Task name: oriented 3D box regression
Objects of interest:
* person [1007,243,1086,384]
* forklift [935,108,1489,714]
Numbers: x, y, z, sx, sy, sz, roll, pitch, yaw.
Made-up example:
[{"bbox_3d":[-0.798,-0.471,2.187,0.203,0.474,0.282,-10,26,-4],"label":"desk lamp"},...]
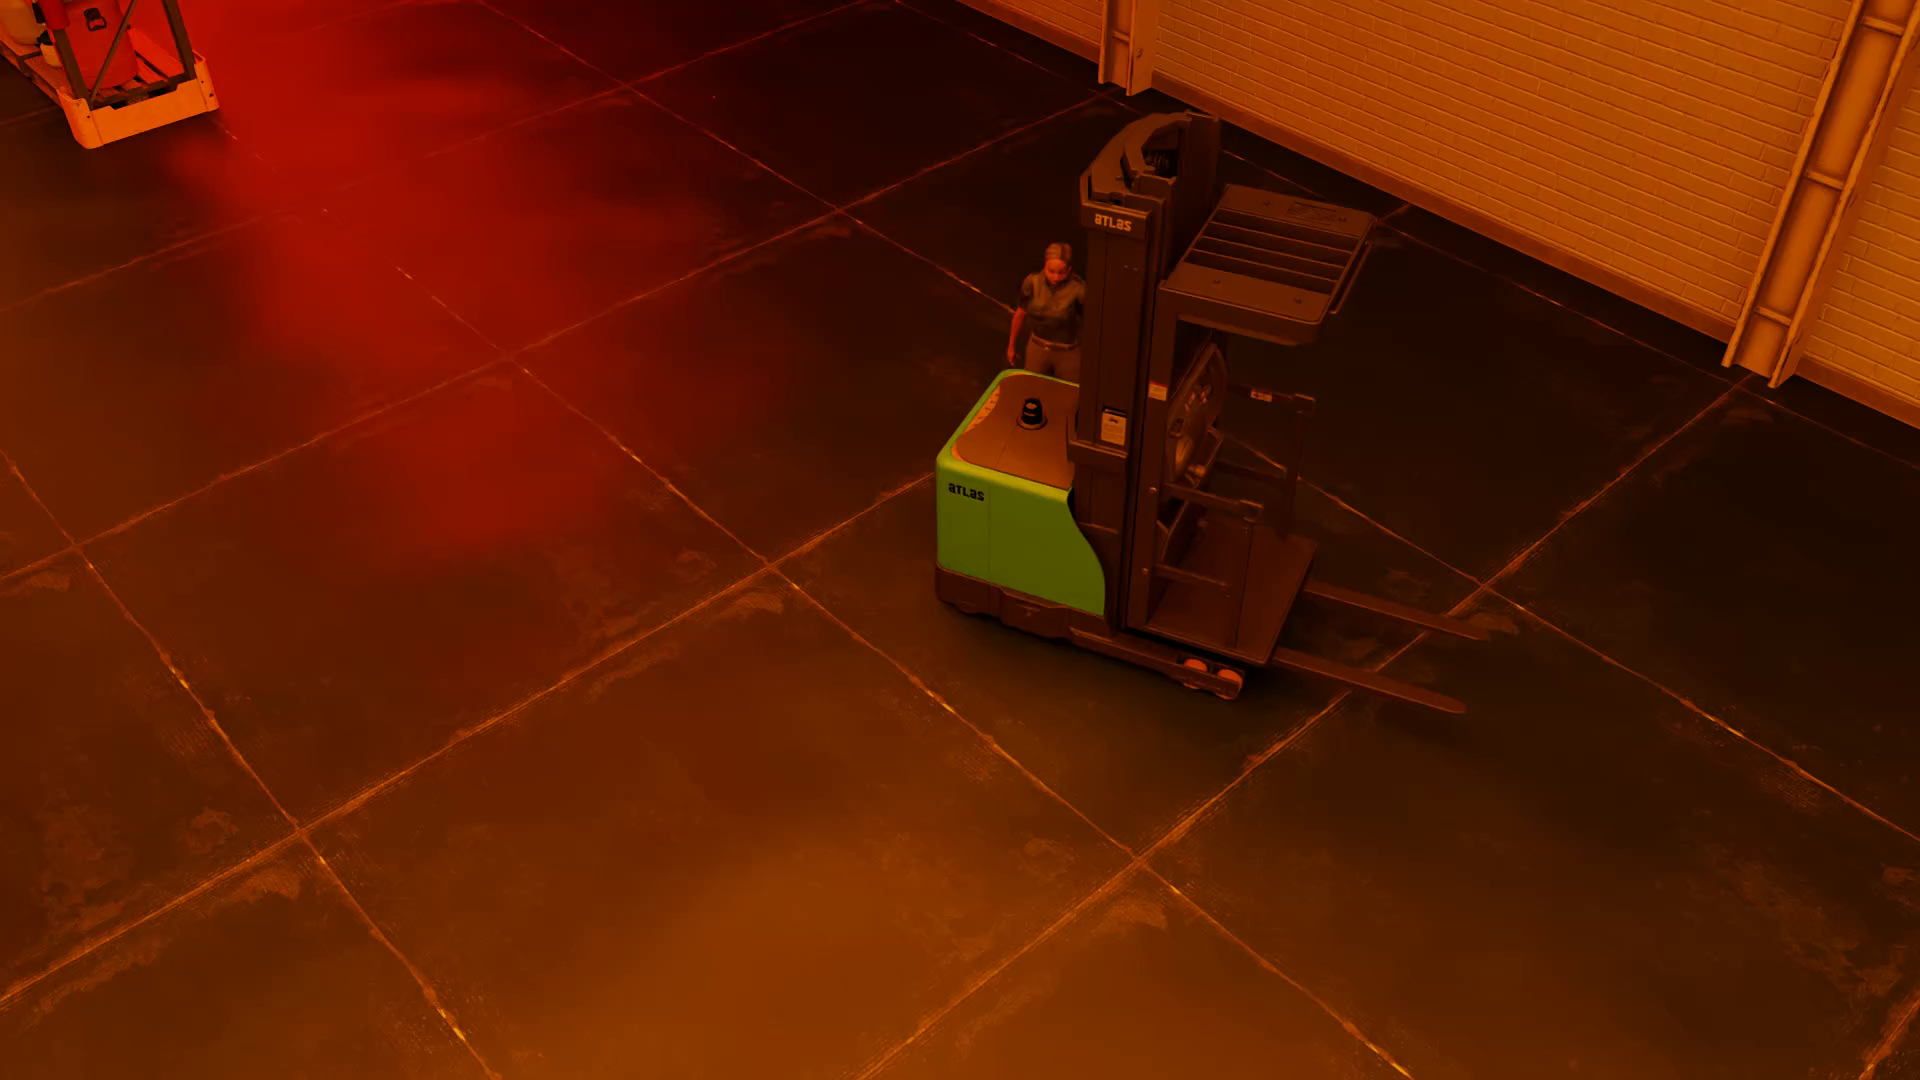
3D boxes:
[{"bbox_3d":[0.595,-1.095,10.113,0.696,1.635,0.374,15,43,17],"label":"person"},{"bbox_3d":[1.415,-0.633,8.643,3.031,2.935,1.130,16,43,18],"label":"forklift"}]
